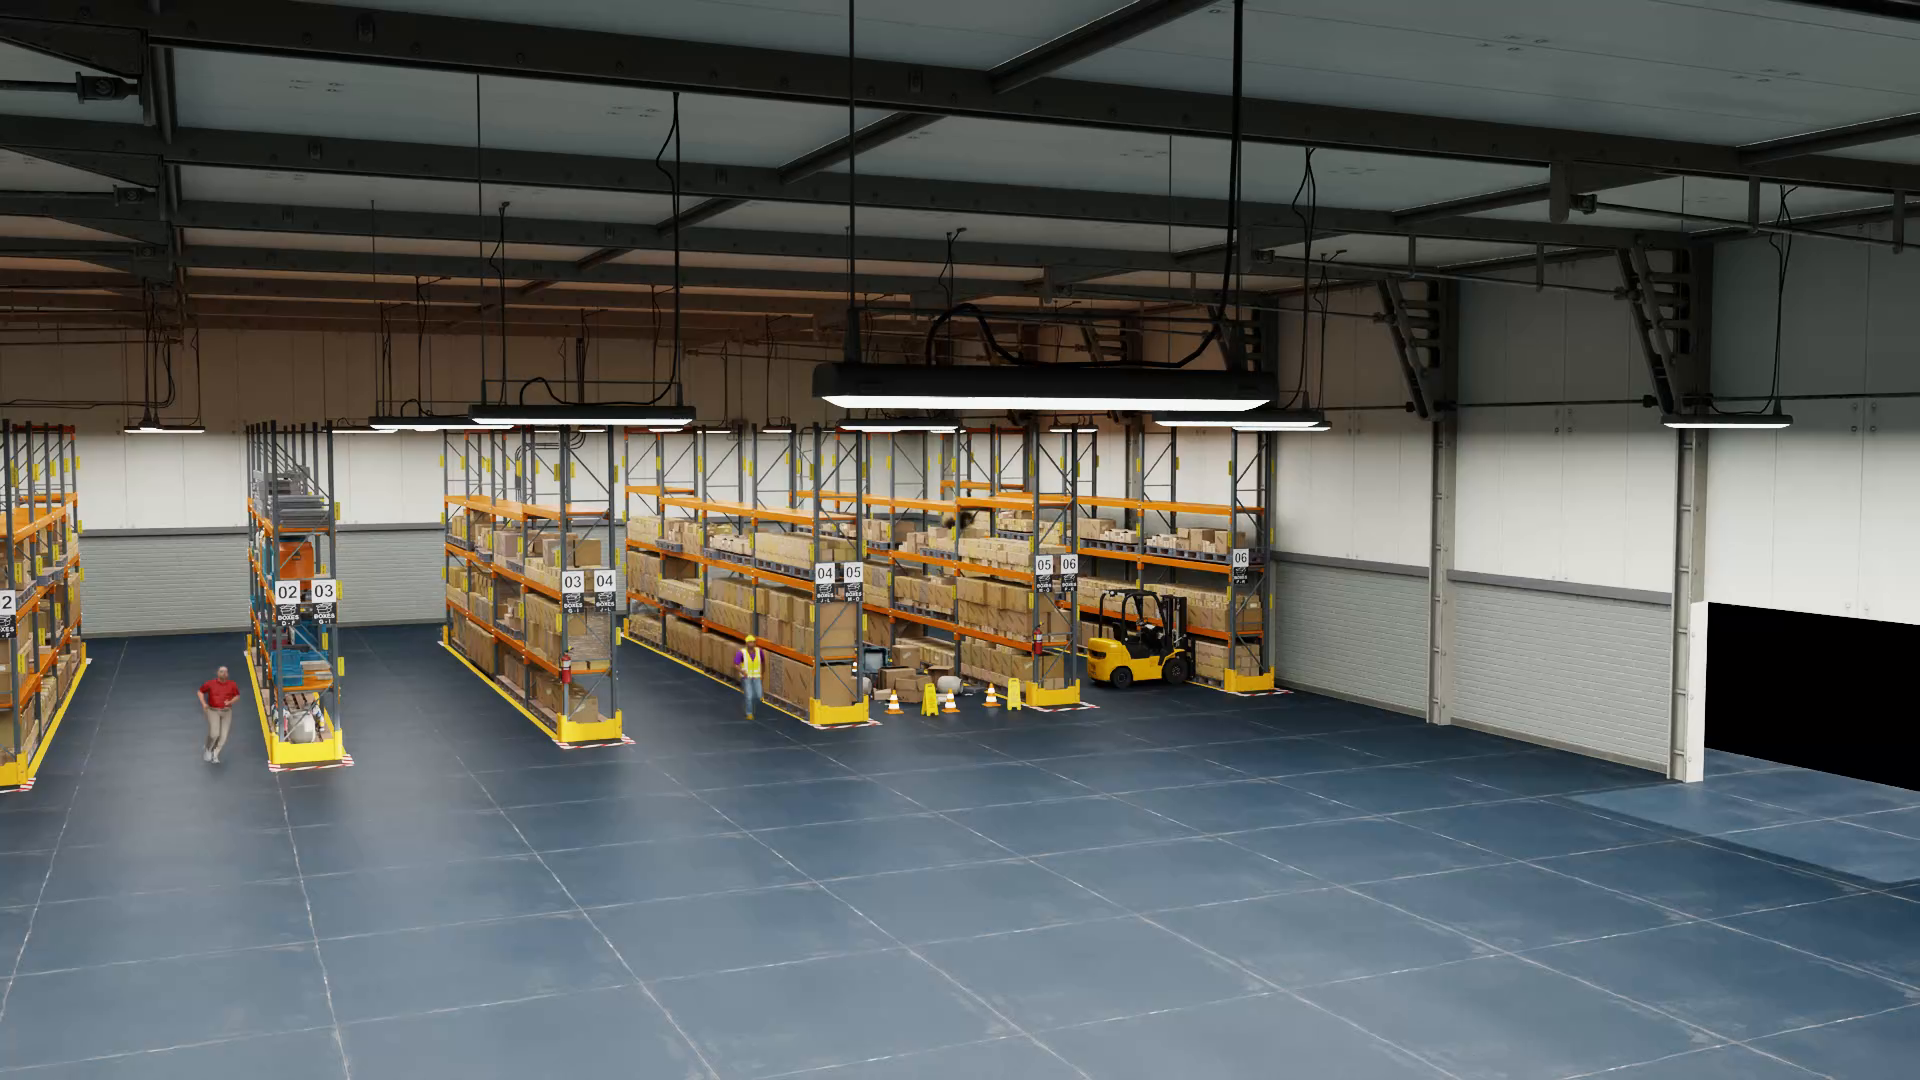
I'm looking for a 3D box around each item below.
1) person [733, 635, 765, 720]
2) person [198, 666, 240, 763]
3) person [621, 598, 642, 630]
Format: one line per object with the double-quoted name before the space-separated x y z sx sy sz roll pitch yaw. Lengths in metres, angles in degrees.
"person" -4.214 2.773 33.556 0.704 1.714 0.593 -2 4 -26
"person" -12.958 3.057 29.159 0.639 1.688 0.586 -3 5 -39
"person" -9.536 1.797 49.013 0.880 1.742 0.707 -2 4 -30
